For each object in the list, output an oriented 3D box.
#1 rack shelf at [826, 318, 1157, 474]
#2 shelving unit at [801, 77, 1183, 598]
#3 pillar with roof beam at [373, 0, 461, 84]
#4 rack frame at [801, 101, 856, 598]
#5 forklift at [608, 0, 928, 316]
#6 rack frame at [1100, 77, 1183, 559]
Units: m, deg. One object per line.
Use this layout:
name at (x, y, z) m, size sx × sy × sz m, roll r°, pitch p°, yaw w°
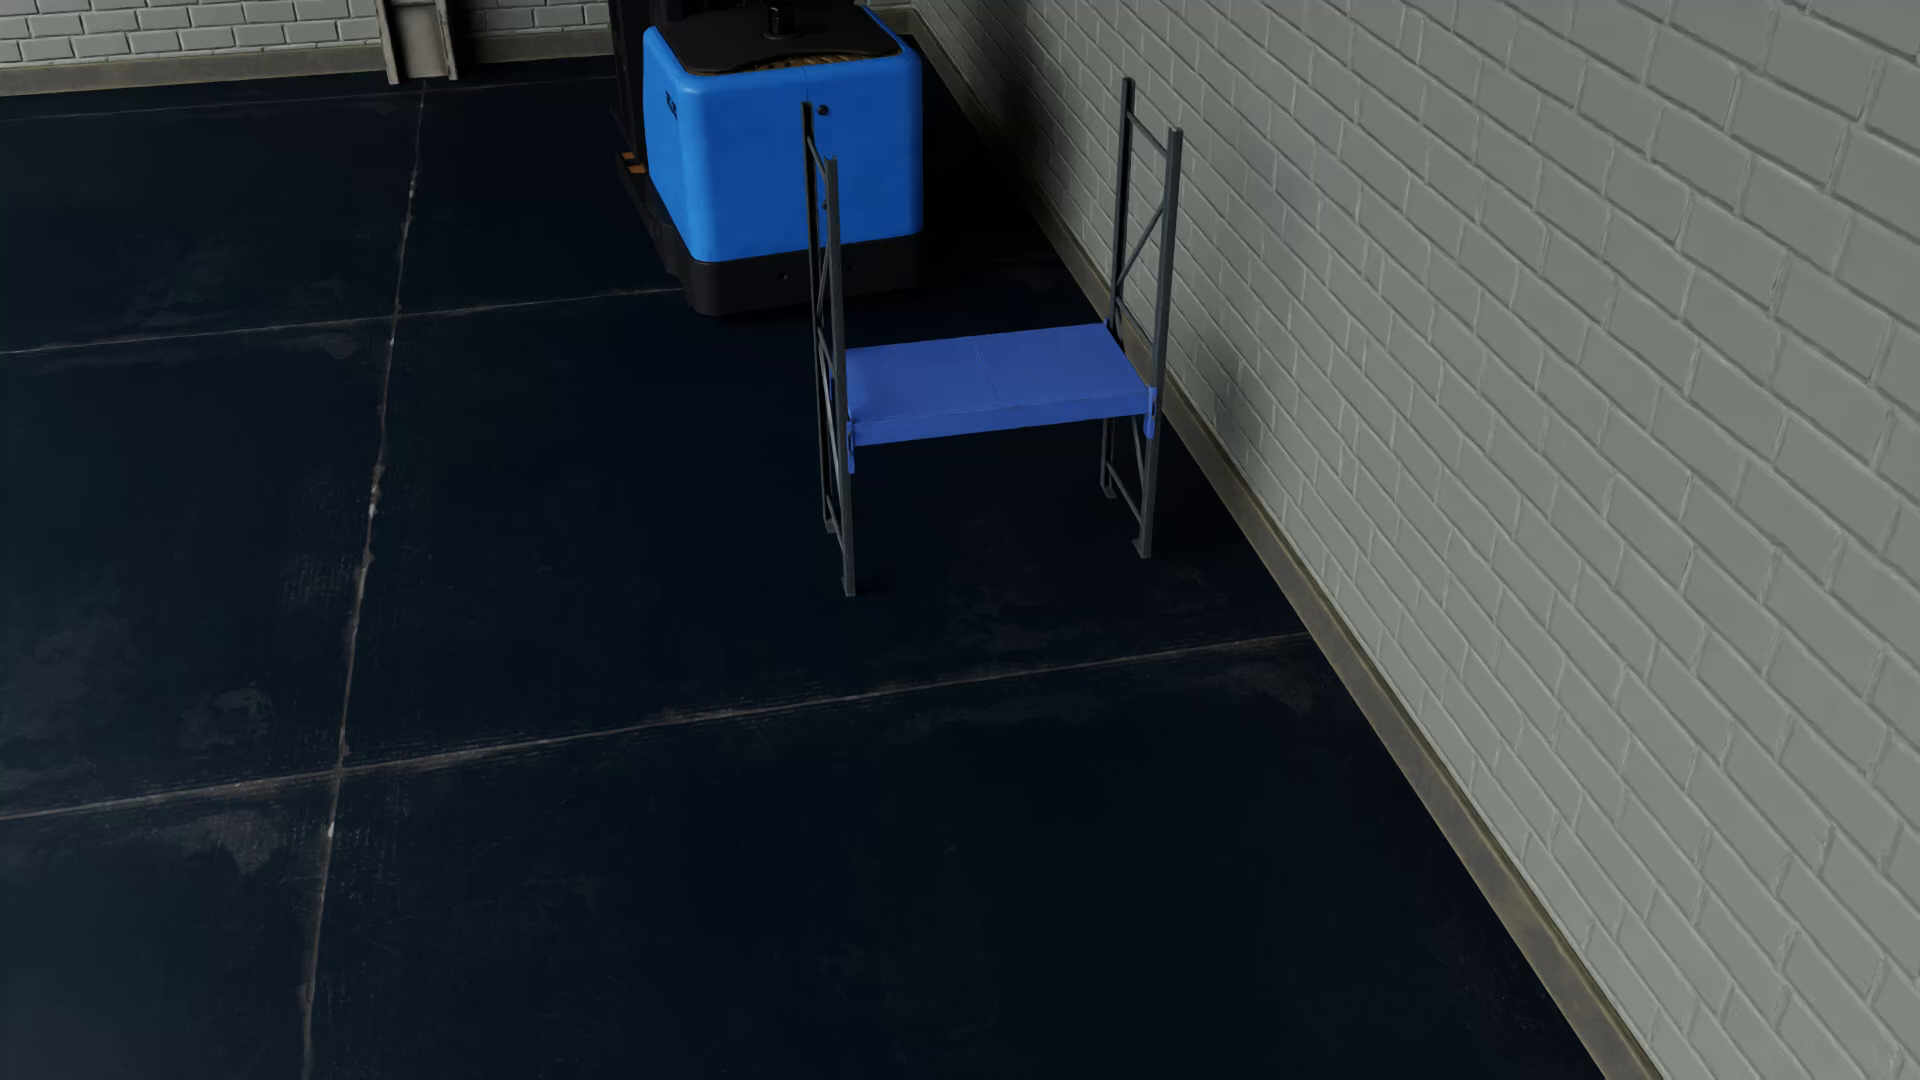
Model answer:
rack shelf at (0.083, -0.484, 5.448) m, size 1.000 × 0.185 × 0.538 m, roll -7°, pitch 35°, yaw -11°
shelving unit at (0.083, -0.633, 5.348) m, size 1.048 × 1.500 × 0.538 m, roll -7°, pitch 35°, yaw -11°
pillar with roof beam at (-2.226, -4.168, 3.886) m, size 0.400 × 9.000 × 9.100 m, roll -7°, pitch 35°, yaw -11°
rack frame at (-0.413, -0.571, 5.255) m, size 0.032 × 1.500 × 0.500 m, roll -7°, pitch 35°, yaw -11°
forklift at (-1.105, -2.980, 7.561) m, size 1.130 × 2.935 × 3.031 m, roll -11°, pitch 35°, yaw -16°
rack frame at (0.579, -0.696, 5.441) m, size 0.032 × 1.500 × 0.500 m, roll -7°, pitch 35°, yaw -11°
